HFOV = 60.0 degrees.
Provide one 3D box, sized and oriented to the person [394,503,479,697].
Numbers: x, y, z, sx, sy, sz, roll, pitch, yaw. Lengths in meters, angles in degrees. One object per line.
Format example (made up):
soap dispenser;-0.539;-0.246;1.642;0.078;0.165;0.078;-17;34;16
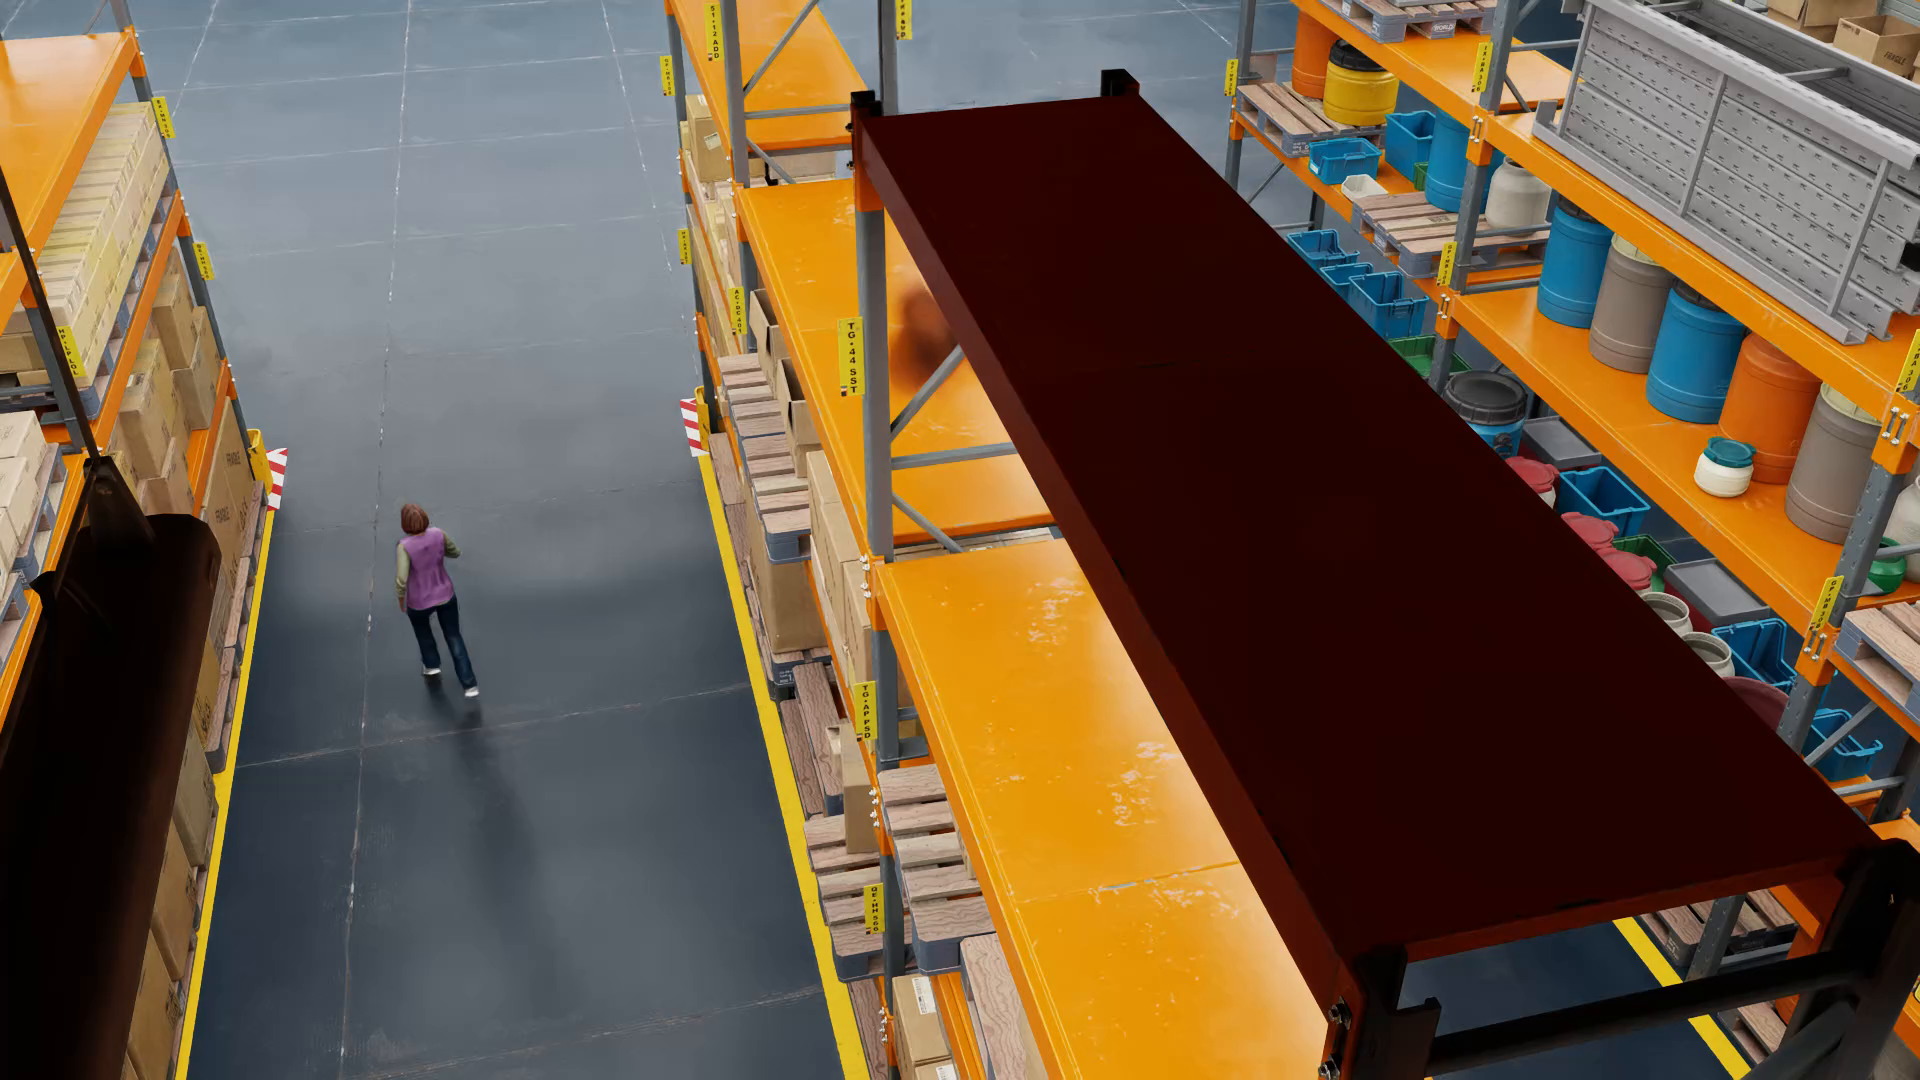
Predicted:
person;-3.791;0.454;11.989;0.565;1.631;0.778;-23;40;-29
